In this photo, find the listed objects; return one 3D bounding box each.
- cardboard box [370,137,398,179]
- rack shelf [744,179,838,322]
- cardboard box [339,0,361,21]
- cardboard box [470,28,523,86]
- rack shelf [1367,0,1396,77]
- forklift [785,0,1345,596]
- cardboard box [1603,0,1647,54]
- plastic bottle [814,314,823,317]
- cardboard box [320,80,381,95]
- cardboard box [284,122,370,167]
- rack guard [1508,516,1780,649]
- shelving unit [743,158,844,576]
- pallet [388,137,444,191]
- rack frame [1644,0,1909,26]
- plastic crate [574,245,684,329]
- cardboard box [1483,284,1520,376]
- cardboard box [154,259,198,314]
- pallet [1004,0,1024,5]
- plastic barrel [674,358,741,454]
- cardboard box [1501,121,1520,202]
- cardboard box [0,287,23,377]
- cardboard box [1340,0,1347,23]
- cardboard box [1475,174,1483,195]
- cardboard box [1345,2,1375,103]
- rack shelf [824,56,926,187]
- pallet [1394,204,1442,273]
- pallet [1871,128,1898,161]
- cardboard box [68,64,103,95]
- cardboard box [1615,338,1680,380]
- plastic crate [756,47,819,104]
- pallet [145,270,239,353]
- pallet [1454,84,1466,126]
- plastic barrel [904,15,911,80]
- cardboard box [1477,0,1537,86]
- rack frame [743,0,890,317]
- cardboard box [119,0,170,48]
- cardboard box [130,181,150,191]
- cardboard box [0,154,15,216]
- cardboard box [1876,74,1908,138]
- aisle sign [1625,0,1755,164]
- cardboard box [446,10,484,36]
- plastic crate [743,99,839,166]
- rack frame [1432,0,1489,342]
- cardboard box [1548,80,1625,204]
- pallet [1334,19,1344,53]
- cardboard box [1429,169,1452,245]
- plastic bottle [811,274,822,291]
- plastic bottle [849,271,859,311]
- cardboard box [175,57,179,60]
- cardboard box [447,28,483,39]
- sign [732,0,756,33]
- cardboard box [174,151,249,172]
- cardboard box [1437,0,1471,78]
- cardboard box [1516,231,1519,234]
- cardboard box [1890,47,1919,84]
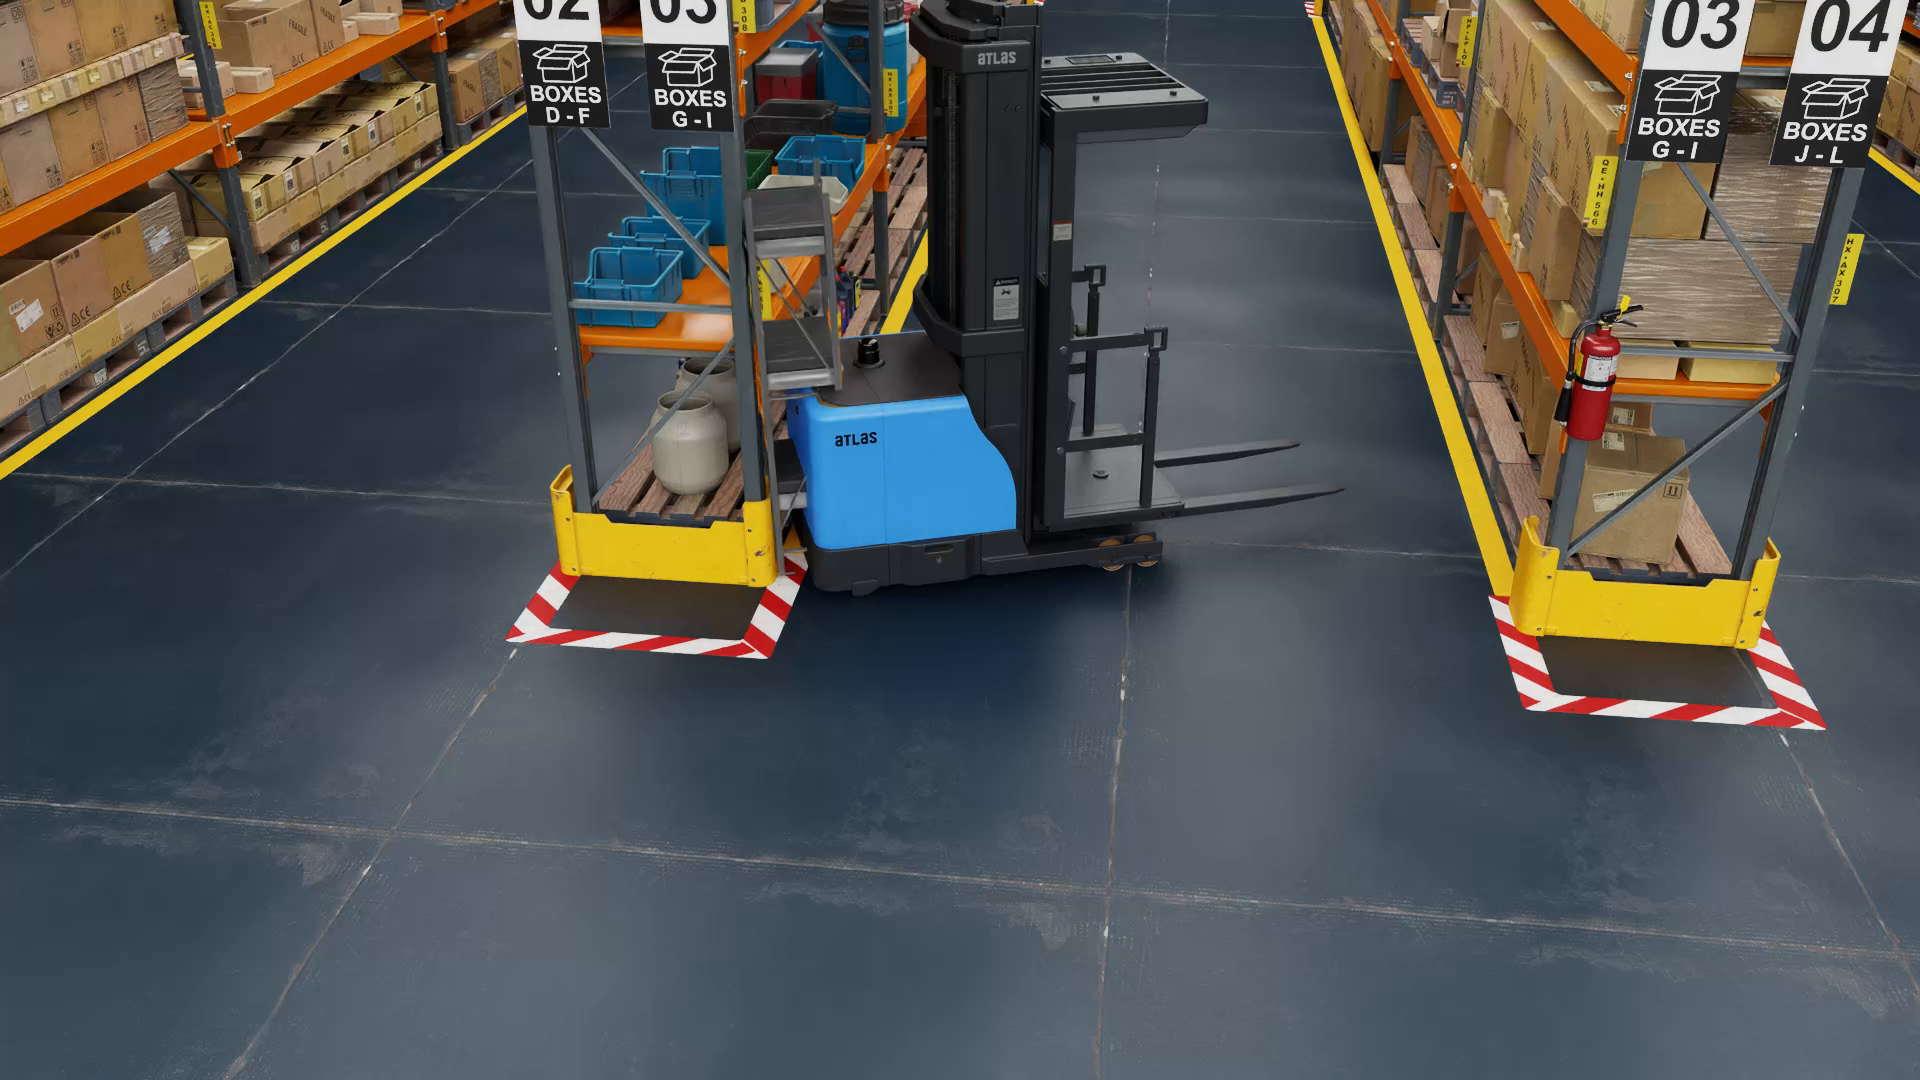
[{"bbox_3d":[-5.399,-3.433,14.916,0.500,0.250,0.500,4,29,7],"label":"cardboard box"},{"bbox_3d":[-0.843,-1.425,8.158,0.431,0.518,0.480,-6,33,-7],"label":"rack shelf"},{"bbox_3d":[-5.754,-4.751,14.999,0.500,0.311,0.500,3,28,6],"label":"cardboard box"},{"bbox_3d":[-4.929,-5.219,17.947,0.500,0.500,0.500,2,28,4],"label":"cardboard box"},{"bbox_3d":[4.624,-5.247,16.585,1.077,0.370,4.000,3,28,6],"label":"rack shelf"},{"bbox_3d":[0.610,-1.362,8.687,3.031,2.935,1.130,-7,29,-12],"label":"forklift"},{"bbox_3d":[3.206,-2.353,7.450,0.500,0.250,0.500,4,29,7],"label":"cardboard box"},{"bbox_3d":[-0.906,-1.383,11.063,0.152,0.276,0.135,4,29,7],"label":"plastic bottle"},{"bbox_3d":[-5.808,-4.191,15.732,0.500,0.311,0.500,4,29,8],"label":"cardboard box"},{"bbox_3d":[-5.457,-3.442,14.341,0.500,0.311,0.500,4,29,8],"label":"cardboard box"},{"bbox_3d":[3.408,0.208,8.336,1.175,0.500,0.348,3,28,6],"label":"rack guard"},{"bbox_3d":[-0.829,-0.847,8.527,0.431,2.100,0.503,-6,33,-7],"label":"shelving unit"},{"bbox_3d":[-5.592,-3.587,15.685,1.003,0.211,1.213,3,28,6],"label":"pallet"},{"bbox_3d":[3.399,-3.498,6.254,1.000,3.000,0.127,3,28,6],"label":"rack frame"},{"bbox_3d":[-1.752,-1.332,8.716,0.499,0.251,0.616,3,28,6],"label":"plastic crate"},{"bbox_3d":[3.738,-1.368,10.819,0.500,0.500,0.500,13,31,22],"label":"cardboard box"},{"bbox_3d":[-5.853,-1.825,11.932,0.500,0.250,0.500,3,28,6],"label":"cardboard box"},{"bbox_3d":[0.304,-7.062,22.136,1.003,0.211,1.213,3,28,6],"label":"pallet"},{"bbox_3d":[-1.451,-0.784,9.723,0.421,0.512,0.421,0,28,0],"label":"plastic barrel"},{"bbox_3d":[3.715,-2.232,9.810,0.875,0.500,0.500,3,28,6],"label":"cardboard box"},{"bbox_3d":[-6.086,-1.213,10.005,0.500,0.500,0.500,3,28,6],"label":"cardboard box"},{"bbox_3d":[5.249,-6.903,20.698,0.875,0.875,0.875,3,28,6],"label":"cardboard box"},{"bbox_3d":[3.517,-2.309,10.638,0.380,0.149,0.250,3,28,6],"label":"cardboard box"},{"bbox_3d":[4.702,-5.031,17.224,1.225,0.875,0.875,2,28,4],"label":"cardboard box"},{"bbox_3d":[-0.782,-3.652,13.624,1.077,0.370,4.000,3,28,6],"label":"rack shelf"},{"bbox_3d":[4.130,-2.454,13.583,1.003,0.211,1.213,3,28,6],"label":"pallet"},{"bbox_3d":[9.539,-3.999,16.451,1.003,0.211,1.213,3,28,6],"label":"pallet"},{"bbox_3d":[-5.889,-3.027,10.917,0.380,0.149,0.250,3,28,6],"label":"cardboard box"},{"bbox_3d":[3.229,-0.892,8.008,0.380,0.149,0.250,3,28,6],"label":"cardboard box"},{"bbox_3d":[-1.271,-3.301,12.147,0.402,0.464,0.583,3,28,6],"label":"plastic crate"},{"bbox_3d":[-6.081,-1.717,12.215,1.003,0.211,1.213,3,28,6],"label":"pallet"},{"bbox_3d":[4.127,-3.006,11.870,1.003,0.211,1.213,3,28,6],"label":"pallet"},{"bbox_3d":[-0.602,-3.870,13.127,0.433,0.535,0.433,0,28,0],"label":"plastic barrel"},{"bbox_3d":[3.582,-3.157,10.475,0.500,0.500,0.500,3,28,6],"label":"cardboard box"},{"bbox_3d":[-1.027,-3.027,11.706,1.000,3.000,0.127,3,28,6],"label":"rack frame"},{"bbox_3d":[-5.990,-3.723,11.524,0.700,0.500,0.500,3,29,6],"label":"cardboard box"},{"bbox_3d":[-6.310,-2.421,12.247,0.500,0.500,0.500,3,28,6],"label":"cardboard box"},{"bbox_3d":[-6.236,-2.178,10.024,0.700,0.500,0.500,4,29,7],"label":"cardboard box"},{"bbox_3d":[9.227,-4.190,16.057,0.500,0.500,0.500,2,28,4],"label":"cardboard box"},{"bbox_3d":[3.094,-1.989,7.039,0.394,0.787,0.004,3,28,6],"label":"aisle sign"},{"bbox_3d":[-5.447,-5.585,17.836,0.500,0.250,0.500,3,28,5],"label":"cardboard box"},{"bbox_3d":[-1.217,-2.761,11.277,0.767,0.338,0.504,3,28,6],"label":"plastic crate"},{"bbox_3d":[3.889,-2.739,11.172,1.000,3.000,0.127,3,28,6],"label":"rack frame"},{"bbox_3d":[3.277,-1.981,8.290,0.500,0.500,0.500,3,28,6],"label":"cardboard box"},{"bbox_3d":[5.187,-6.207,20.548,1.003,0.211,1.213,3,28,6],"label":"pallet"},{"bbox_3d":[4.131,-2.607,13.098,0.700,0.500,0.500,1,28,2],"label":"cardboard box"},{"bbox_3d":[-0.963,-1.743,11.652,0.144,0.351,0.185,3,28,6],"label":"plastic bottle"},{"bbox_3d":[-0.758,-1.779,11.790,0.061,0.283,0.133,5,29,9],"label":"plastic bottle"},{"bbox_3d":[-6.017,-3.682,13.064,0.396,0.266,0.258,3,28,5],"label":"cardboard box"},{"bbox_3d":[-5.449,-5.238,17.981,0.500,0.500,0.500,2,28,4],"label":"cardboard box"},{"bbox_3d":[-0.971,-2.435,7.435,0.100,0.325,0.005,3,28,6],"label":"sign"},{"bbox_3d":[-6.120,-2.991,13.503,0.500,0.311,0.500,4,29,8],"label":"cardboard box"},{"bbox_3d":[4.010,-3.791,12.573,0.797,0.503,0.637,6,29,11],"label":"cardboard box"},{"bbox_3d":[3.408,-1.718,9.541,0.380,0.149,0.250,3,28,6],"label":"cardboard box"},{"bbox_3d":[9.242,-4.515,15.870,0.500,0.250,0.500,4,29,7],"label":"cardboard box"}]
